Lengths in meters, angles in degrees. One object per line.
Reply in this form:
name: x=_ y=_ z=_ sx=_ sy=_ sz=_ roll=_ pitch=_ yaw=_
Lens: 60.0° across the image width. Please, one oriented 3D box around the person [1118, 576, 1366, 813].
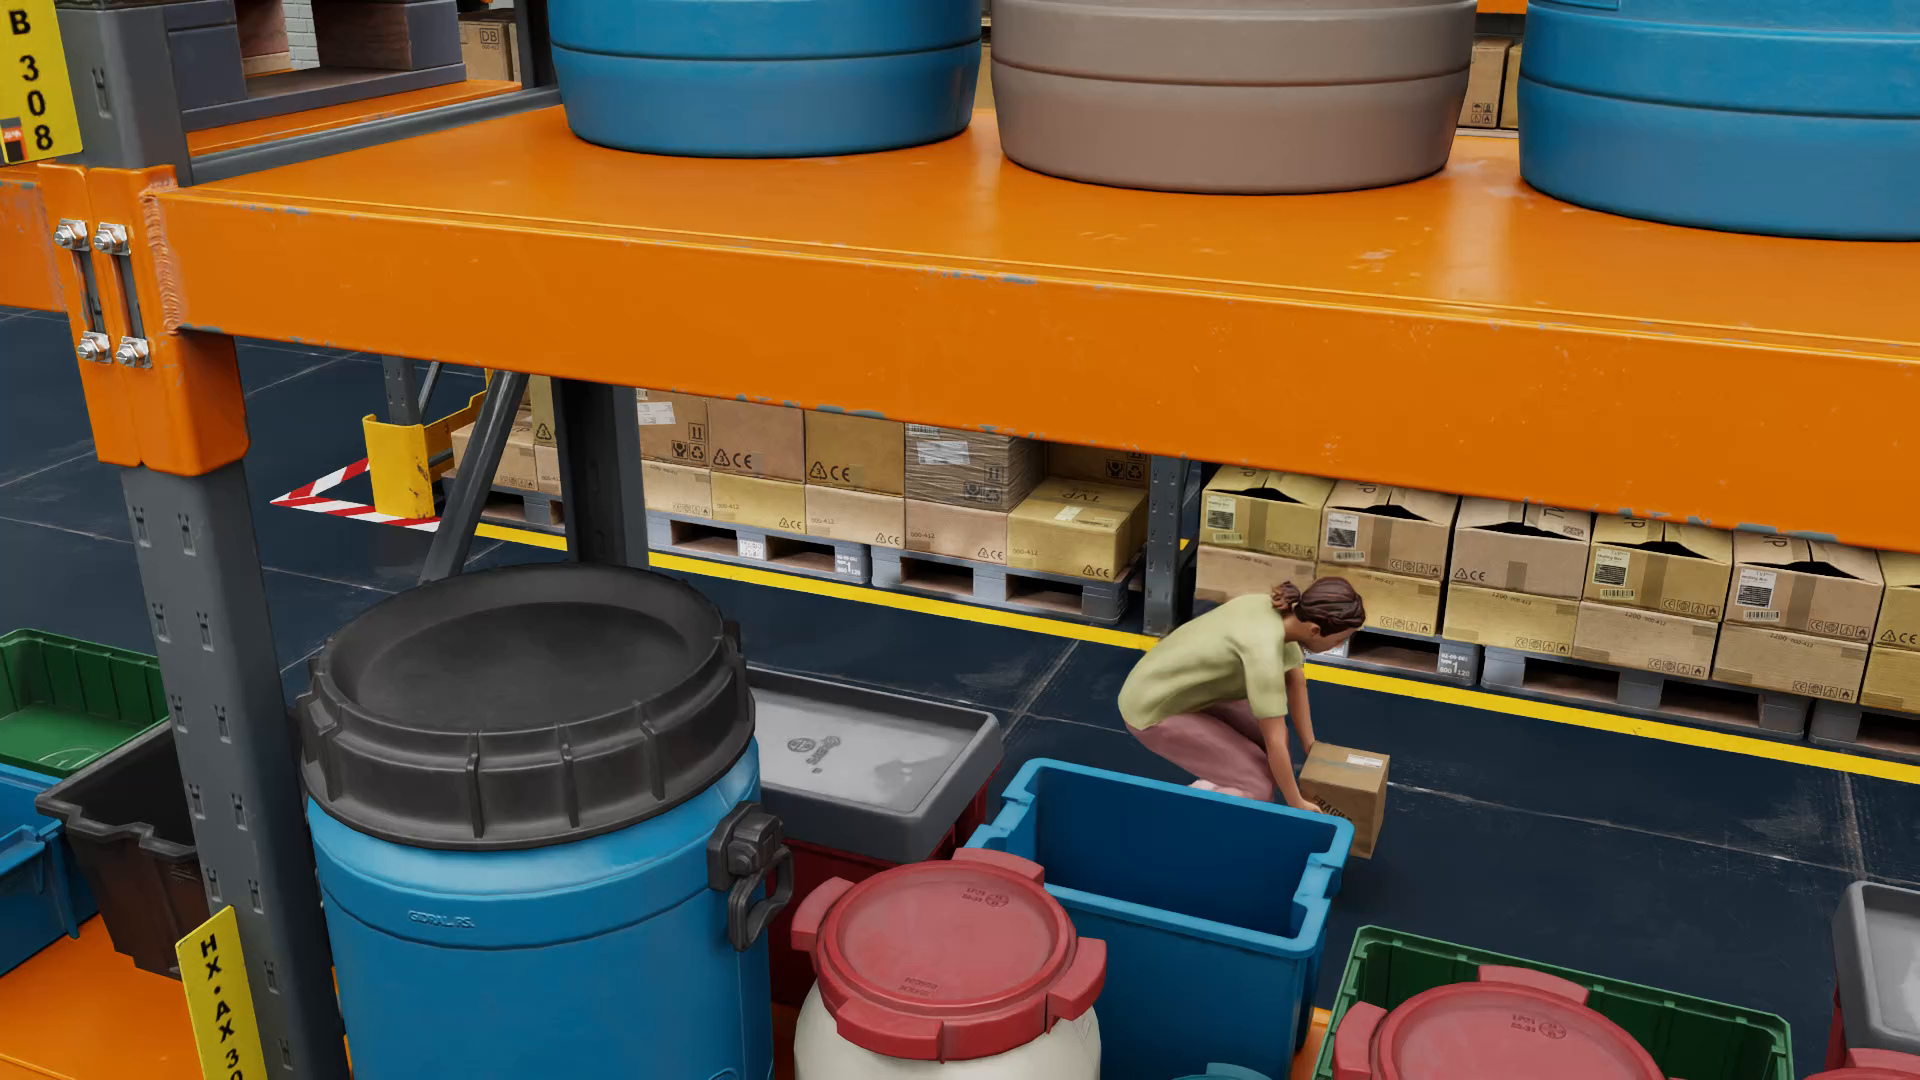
person: x=0.911 y=0.584 z=5.477 sx=0.758 sy=1.069 sz=0.494 roll=9 pitch=24 yaw=20
